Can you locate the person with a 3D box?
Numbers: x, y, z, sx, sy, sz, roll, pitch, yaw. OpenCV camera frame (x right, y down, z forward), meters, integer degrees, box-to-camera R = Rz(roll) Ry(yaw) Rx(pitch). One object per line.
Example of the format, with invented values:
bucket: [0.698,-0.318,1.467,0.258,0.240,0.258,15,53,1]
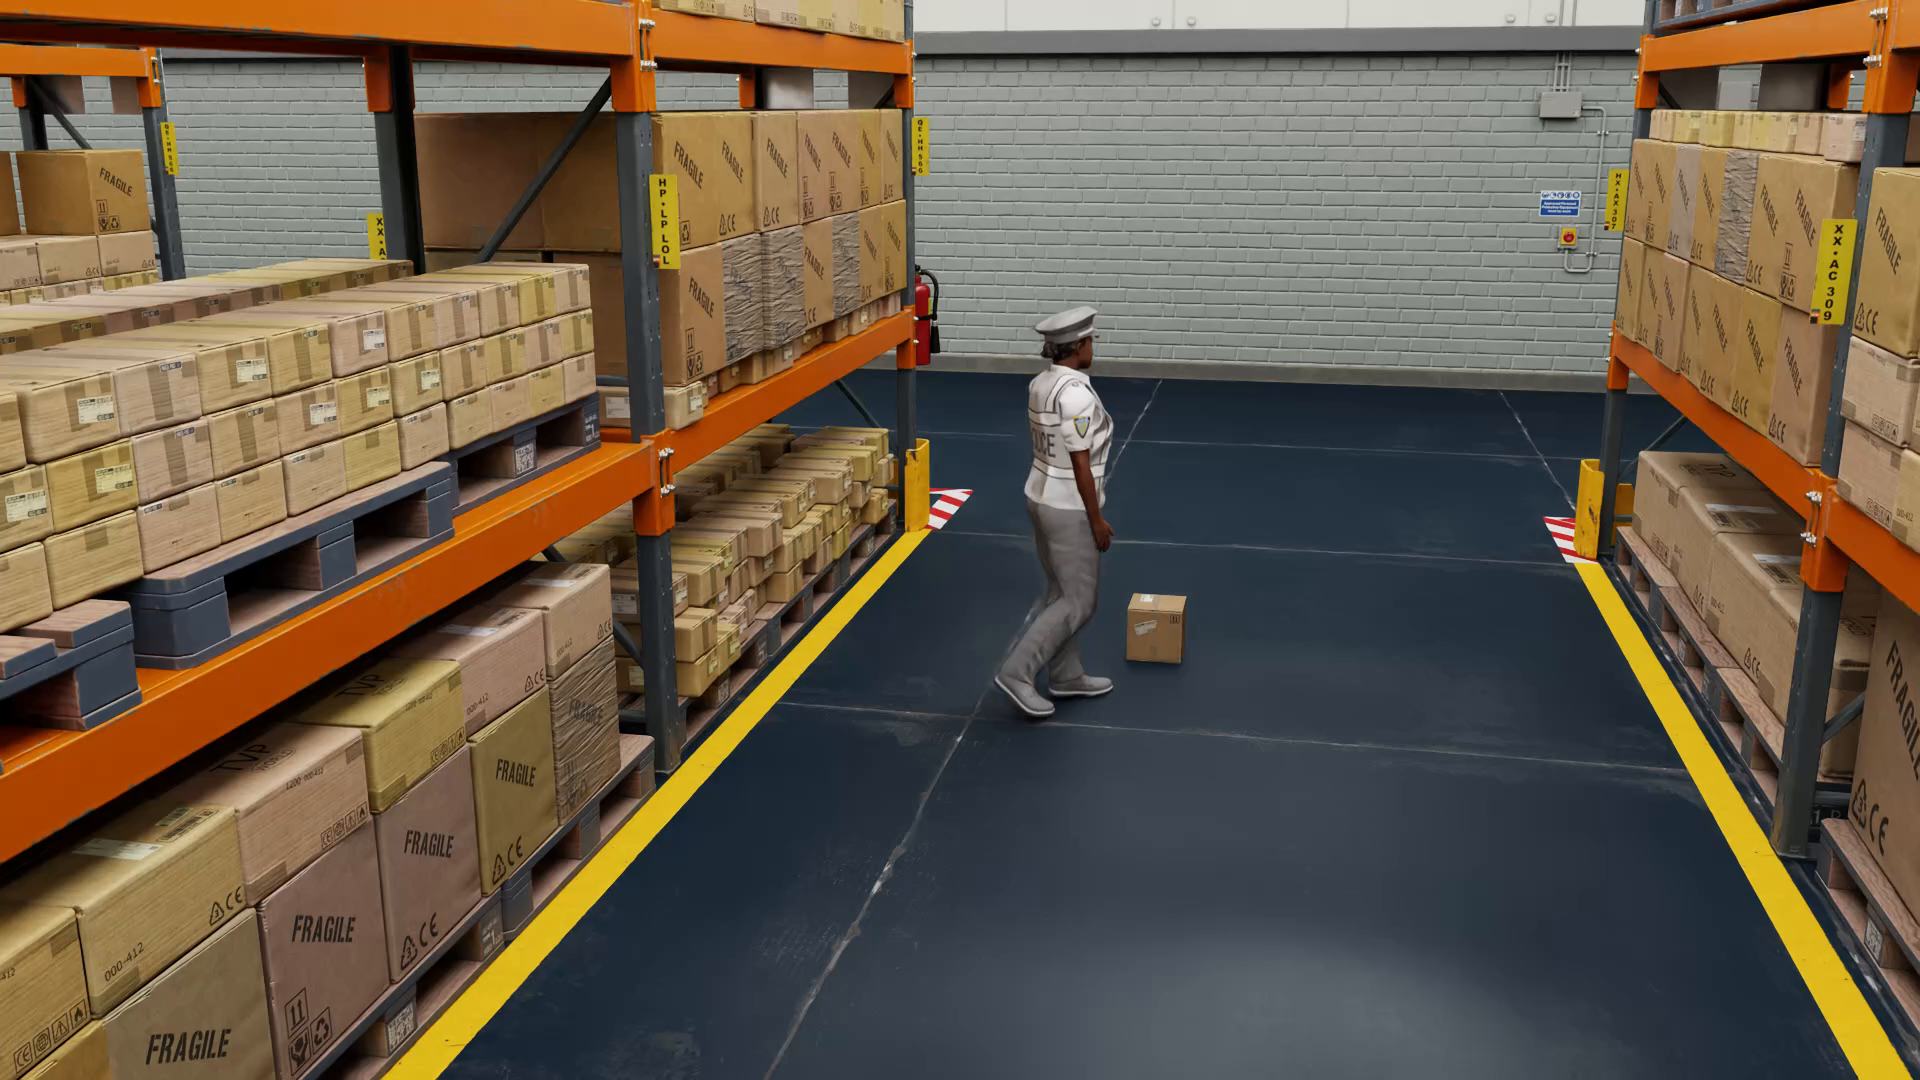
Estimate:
person: [0.405,-0.119,6.913,0.580,1.680,0.485,-4,15,-15]
